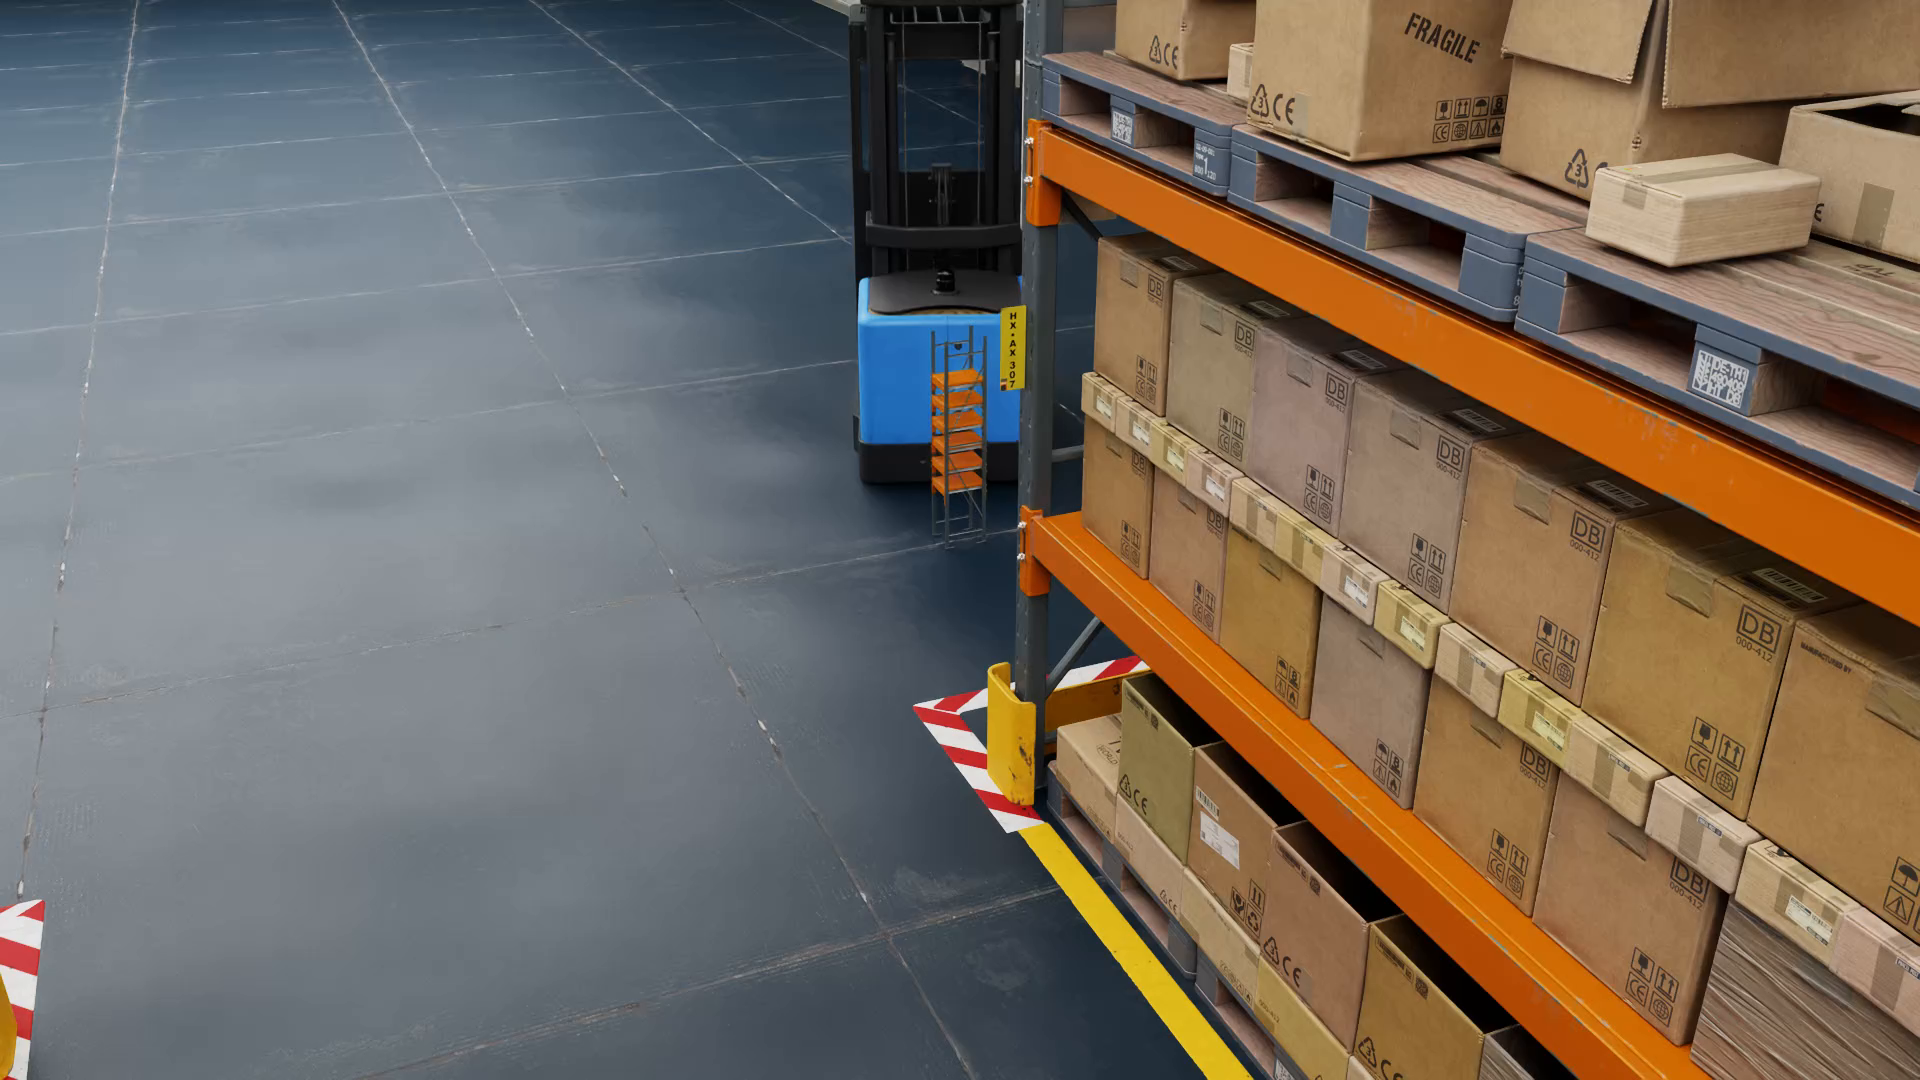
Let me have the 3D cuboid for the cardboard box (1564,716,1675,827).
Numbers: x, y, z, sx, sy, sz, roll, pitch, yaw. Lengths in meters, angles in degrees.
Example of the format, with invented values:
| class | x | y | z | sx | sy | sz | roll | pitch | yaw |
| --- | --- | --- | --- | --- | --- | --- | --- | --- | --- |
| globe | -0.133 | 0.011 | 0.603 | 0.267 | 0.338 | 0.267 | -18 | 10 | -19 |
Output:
| class | x | y | z | sx | sy | sz | roll | pitch | yaw |
| --- | --- | --- | --- | --- | --- | --- | --- | --- | --- |
| cardboard box | 1.671 | 0.510 | 3.933 | 0.380 | 0.149 | 0.250 | -11 | 28 | -21 |

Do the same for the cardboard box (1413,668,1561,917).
| class | x | y | z | sx | sy | sz | roll | pitch | yaw |
| --- | --- | --- | --- | --- | --- | --- | --- | --- | --- |
| cardboard box | 1.693 | 0.593 | 4.503 | 0.700 | 0.500 | 0.500 | -10 | 28 | -20 |

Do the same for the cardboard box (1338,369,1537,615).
| class | x | y | z | sx | sy | sz | roll | pitch | yaw |
| --- | --- | --- | --- | --- | --- | --- | --- | --- | --- |
| cardboard box | 1.509 | -0.183 | 4.613 | 0.700 | 0.500 | 0.500 | -11 | 28 | -21 |

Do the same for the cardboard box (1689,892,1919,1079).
| class | x | y | z | sx | sy | sz | roll | pitch | yaw |
| --- | --- | --- | --- | --- | --- | --- | --- | --- | --- |
| cardboard box | 2.098 | 1.008 | 3.653 | 0.700 | 0.500 | 0.500 | -11 | 28 | -22 |

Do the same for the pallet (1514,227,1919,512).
| class | x | y | z | sx | sy | sz | roll | pitch | yaw |
| --- | --- | --- | --- | --- | --- | --- | --- | --- | --- |
| pallet | 1.920 | -0.417 | 3.367 | 1.003 | 0.211 | 1.213 | -11 | 28 | -21 |

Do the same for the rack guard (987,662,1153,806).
| class | x | y | z | sx | sy | sz | roll | pitch | yaw |
| --- | --- | --- | --- | --- | --- | --- | --- | --- | --- |
| rack guard | 0.702 | 0.730 | 7.186 | 1.175 | 0.500 | 0.348 | -11 | 28 | -21 |

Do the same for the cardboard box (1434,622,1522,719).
| class | x | y | z | sx | sy | sz | roll | pitch | yaw |
| --- | --- | --- | --- | --- | --- | --- | --- | --- | --- |
| cardboard box | 1.478 | 0.309 | 4.346 | 0.380 | 0.149 | 0.250 | -10 | 28 | -19 |

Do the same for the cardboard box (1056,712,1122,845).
| class | x | y | z | sx | sy | sz | roll | pitch | yaw |
| --- | --- | --- | --- | --- | --- | --- | --- | --- | --- |
| cardboard box | 0.717 | 0.918 | 6.607 | 0.500 | 0.250 | 0.500 | -11 | 28 | -21 |

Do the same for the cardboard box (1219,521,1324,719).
| class | x | y | z | sx | sy | sz | roll | pitch | yaw |
| --- | --- | --- | --- | --- | --- | --- | --- | --- | --- |
| cardboard box | 1.282 | 0.175 | 5.360 | 0.700 | 0.500 | 0.500 | -10 | 28 | -20 |

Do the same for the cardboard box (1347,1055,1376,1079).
| class | x | y | z | sx | sy | sz | roll | pitch | yaw |
| --- | --- | --- | --- | --- | --- | --- | --- | --- | --- |
| cardboard box | 1.499 | 1.725 | 4.953 | 0.500 | 0.250 | 0.500 | -11 | 28 | -21 |

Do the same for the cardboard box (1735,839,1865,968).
| class | x | y | z | sx | sy | sz | roll | pitch | yaw |
| --- | --- | --- | --- | --- | --- | --- | --- | --- | --- |
| cardboard box | 1.879 | 0.721 | 3.500 | 0.380 | 0.149 | 0.250 | -11 | 28 | -22 |

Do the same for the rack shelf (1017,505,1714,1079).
| class | x | y | z | sx | sy | sz | roll | pitch | yaw |
| --- | --- | --- | --- | --- | --- | --- | --- | --- | --- |
| rack shelf | 1.495 | 0.747 | 5.121 | 1.077 | 0.370 | 4.000 | -11 | 28 | -21 |

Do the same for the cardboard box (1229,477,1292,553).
| class | x | y | z | sx | sy | sz | roll | pitch | yaw |
| --- | --- | --- | --- | --- | --- | --- | --- | --- | --- |
| cardboard box | 1.073 | -0.108 | 5.200 | 0.380 | 0.149 | 0.250 | -12 | 28 | -22 |

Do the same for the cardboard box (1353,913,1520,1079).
| class | x | y | z | sx | sy | sz | roll | pitch | yaw |
| --- | --- | --- | --- | --- | --- | --- | --- | --- | --- |
| cardboard box | 1.511 | 1.386 | 4.793 | 0.500 | 0.500 | 0.500 | -11 | 28 | -21 |

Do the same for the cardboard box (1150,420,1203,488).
| class | x | y | z | sx | sy | sz | roll | pitch | yaw |
| --- | --- | --- | --- | --- | --- | --- | --- | --- | --- |
| cardboard box | 0.869 | -0.318 | 5.629 | 0.380 | 0.149 | 0.250 | -10 | 28 | -20 |

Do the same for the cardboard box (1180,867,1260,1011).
| class | x | y | z | sx | sy | sz | roll | pitch | yaw |
| --- | --- | --- | --- | --- | --- | --- | --- | --- | --- |
| cardboard box | 1.111 | 1.321 | 5.781 | 0.500 | 0.250 | 0.500 | -11 | 28 | -21 |

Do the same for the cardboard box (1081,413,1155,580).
| class | x | y | z | sx | sy | sz | roll | pitch | yaw |
| --- | --- | --- | --- | --- | --- | --- | --- | --- | --- |
| cardboard box | 0.882 | -0.238 | 6.205 | 0.700 | 0.500 | 0.500 | -11 | 28 | -21 |

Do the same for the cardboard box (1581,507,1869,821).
| class | x | y | z | sx | sy | sz | roll | pitch | yaw |
| --- | --- | --- | --- | --- | --- | --- | --- | --- | --- |
| cardboard box | 1.899 | 0.221 | 3.785 | 0.700 | 0.500 | 0.500 | -11 | 28 | -21 |

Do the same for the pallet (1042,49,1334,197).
| class | x | y | z | sx | sy | sz | roll | pitch | yaw |
| --- | --- | --- | --- | --- | --- | --- | --- | --- | --- |
| pallet | 0.964 | -1.402 | 5.385 | 1.003 | 0.211 | 1.213 | -11 | 28 | -21 |

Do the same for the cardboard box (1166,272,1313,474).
| class | x | y | z | sx | sy | sz | roll | pitch | yaw |
| --- | --- | --- | --- | --- | --- | --- | --- | --- | --- |
| cardboard box | 1.114 | -0.588 | 5.444 | 0.700 | 0.500 | 0.500 | -11 | 28 | -22 |

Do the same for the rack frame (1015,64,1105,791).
| class | x | y | z | sx | sy | sz | roll | pitch | yaw |
| --- | --- | --- | --- | --- | --- | --- | --- | --- | --- |
| rack frame | 0.711 | -0.384 | 6.617 | 1.000 | 3.000 | 0.127 | -11 | 28 | -21 |

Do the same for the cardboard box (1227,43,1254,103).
| class | x | y | z | sx | sy | sz | roll | pitch | yaw |
| --- | --- | --- | --- | --- | --- | --- | --- | --- | --- |
| cardboard box | 1.010 | -1.365 | 4.857 | 0.380 | 0.149 | 0.250 | -11 | 28 | -21 |

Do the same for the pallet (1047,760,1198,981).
| class | x | y | z | sx | sy | sz | roll | pitch | yaw |
| --- | --- | --- | --- | --- | --- | --- | --- | --- | --- |
| pallet | 1.049 | 1.171 | 6.611 | 1.003 | 0.211 | 1.213 | -11 | 28 | -21 |

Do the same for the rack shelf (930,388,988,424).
| class | x | y | z | sx | sy | sz | roll | pitch | yaw |
| --- | --- | --- | --- | --- | --- | --- | --- | --- | --- |
| rack shelf | -0.006 | -0.721 | 8.913 | 0.258 | 0.103 | 0.180 | -11 | 28 | -21 |

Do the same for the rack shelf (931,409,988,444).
| class | x | y | z | sx | sy | sz | roll | pitch | yaw |
| --- | --- | --- | --- | --- | --- | --- | --- | --- | --- |
| rack shelf | -0.006 | -0.613 | 8.966 | 0.258 | 0.103 | 0.180 | -11 | 28 | -21 |

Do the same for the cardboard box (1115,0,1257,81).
| class | x | y | z | sx | sy | sz | roll | pitch | yaw |
| --- | --- | --- | --- | --- | --- | --- | --- | --- | --- |
| cardboard box | 0.933 | -1.797 | 5.337 | 0.797 | 0.503 | 0.637 | -9 | 27 | -17 |

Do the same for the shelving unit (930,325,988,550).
| class | x | y | z | sx | sy | sz | roll | pitch | yaw |
| --- | --- | --- | --- | --- | --- | --- | --- | --- | --- |
| shelving unit | -0.006 | -0.545 | 8.999 | 0.258 | 1.200 | 0.189 | -11 | 28 | -21 |

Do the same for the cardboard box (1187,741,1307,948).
| class | x | y | z | sx | sy | sz | roll | pitch | yaw |
| --- | --- | --- | --- | --- | --- | --- | --- | --- | --- |
| cardboard box | 1.122 | 0.982 | 5.621 | 0.500 | 0.500 | 0.500 | -11 | 28 | -21 |

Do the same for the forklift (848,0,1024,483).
| class | x | y | z | sx | sy | sz | roll | pitch | yaw |
| --- | --- | --- | --- | --- | --- | --- | --- | --- | --- |
| forklift | -0.131 | -2.261 | 10.540 | 1.130 | 2.935 | 3.031 | -1 | 26 | -2 |

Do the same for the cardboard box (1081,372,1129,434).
| class | x | y | z | sx | sy | sz | roll | pitch | yaw |
| --- | --- | --- | --- | --- | --- | --- | --- | --- | --- |
| cardboard box | 0.667 | -0.525 | 6.053 | 0.380 | 0.149 | 0.250 | -11 | 28 | -21 |

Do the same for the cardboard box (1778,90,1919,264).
| class | x | y | z | sx | sy | sz | roll | pitch | yaw |
| --- | --- | --- | --- | --- | --- | --- | --- | --- | --- |
| cardboard box | 2.112 | -0.795 | 3.504 | 0.500 | 0.311 | 0.500 | -12 | 29 | -23 |

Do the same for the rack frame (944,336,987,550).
| class | x | y | z | sx | sy | sz | roll | pitch | yaw |
| --- | --- | --- | --- | --- | --- | --- | --- | --- | --- |
| rack frame | 0.030 | -0.508 | 8.923 | 0.240 | 1.200 | 0.006 | -11 | 28 | -21 |

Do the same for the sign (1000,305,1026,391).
| class | x | y | z | sx | sy | sz | roll | pitch | yaw |
| --- | --- | --- | --- | --- | --- | --- | --- | --- | --- |
| sign | 0.198 | -0.715 | 6.220 | 0.100 | 0.325 | 0.005 | -11 | 28 | -21 |

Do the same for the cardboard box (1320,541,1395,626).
| class | x | y | z | sx | sy | sz | roll | pitch | yaw |
| --- | --- | --- | --- | --- | --- | --- | --- | --- | --- |
| cardboard box | 1.268 | 0.096 | 4.782 | 0.380 | 0.149 | 0.250 | -10 | 28 | -20 |

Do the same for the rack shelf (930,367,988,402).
| class | x | y | z | sx | sy | sz | roll | pitch | yaw |
| --- | --- | --- | --- | --- | --- | --- | --- | --- | --- |
| rack shelf | -0.006 | -0.829 | 8.860 | 0.258 | 0.103 | 0.180 | -11 | 28 | -21 |
